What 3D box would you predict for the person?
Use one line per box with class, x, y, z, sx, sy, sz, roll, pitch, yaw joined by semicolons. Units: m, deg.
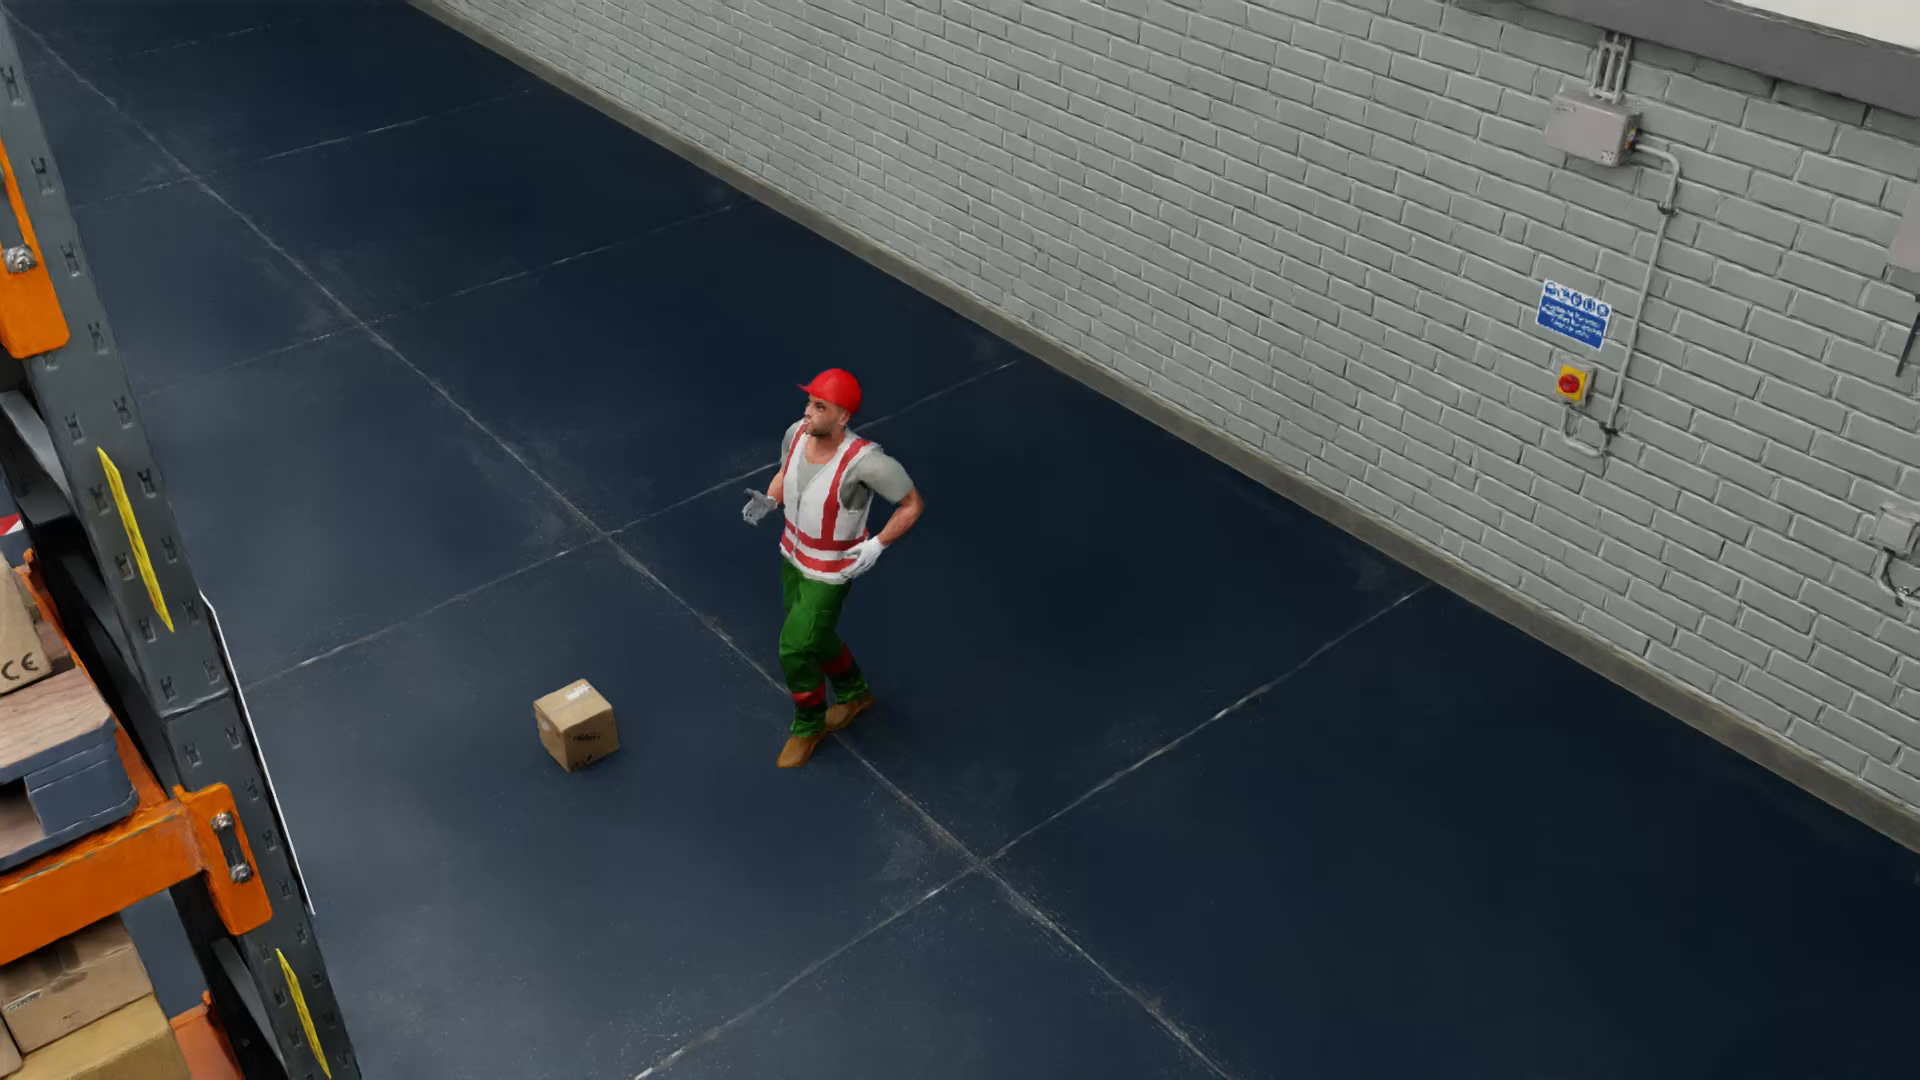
person;-0.591;0.107;6.956;0.681;1.777;0.632;-23;41;-28
